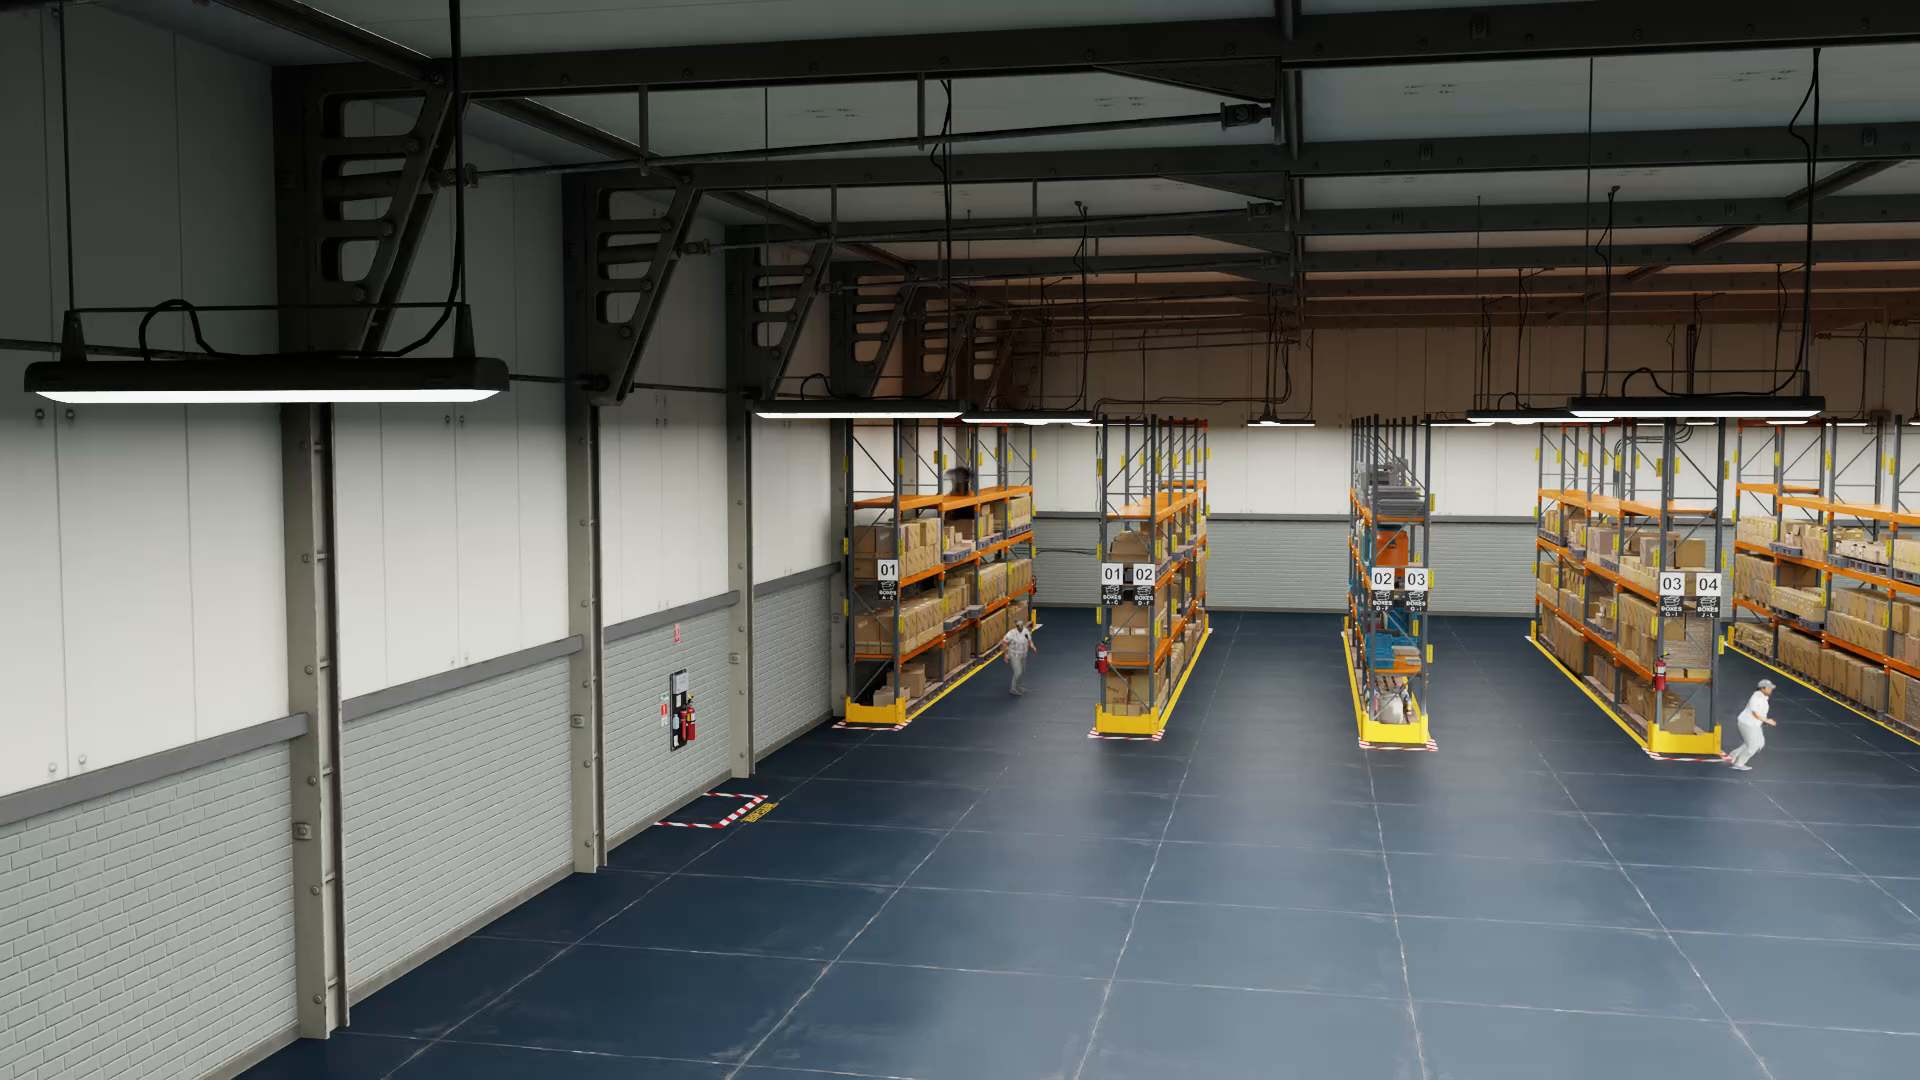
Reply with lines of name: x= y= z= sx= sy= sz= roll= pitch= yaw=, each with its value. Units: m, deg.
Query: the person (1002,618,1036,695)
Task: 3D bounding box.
person: x=1.303 y=2.525 z=35.911 sx=0.679 sy=1.721 sz=0.832 roll=-3 pitch=5 yaw=-41

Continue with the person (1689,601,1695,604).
person: x=19.323 y=1.838 z=44.459 sx=0.668 sy=1.659 sz=0.694 roll=2 pitch=4 yaw=30

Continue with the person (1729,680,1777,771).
person: x=13.269 y=3.092 z=27.859 sx=0.720 sy=1.554 sz=0.562 roll=3 pitch=5 yaw=35
